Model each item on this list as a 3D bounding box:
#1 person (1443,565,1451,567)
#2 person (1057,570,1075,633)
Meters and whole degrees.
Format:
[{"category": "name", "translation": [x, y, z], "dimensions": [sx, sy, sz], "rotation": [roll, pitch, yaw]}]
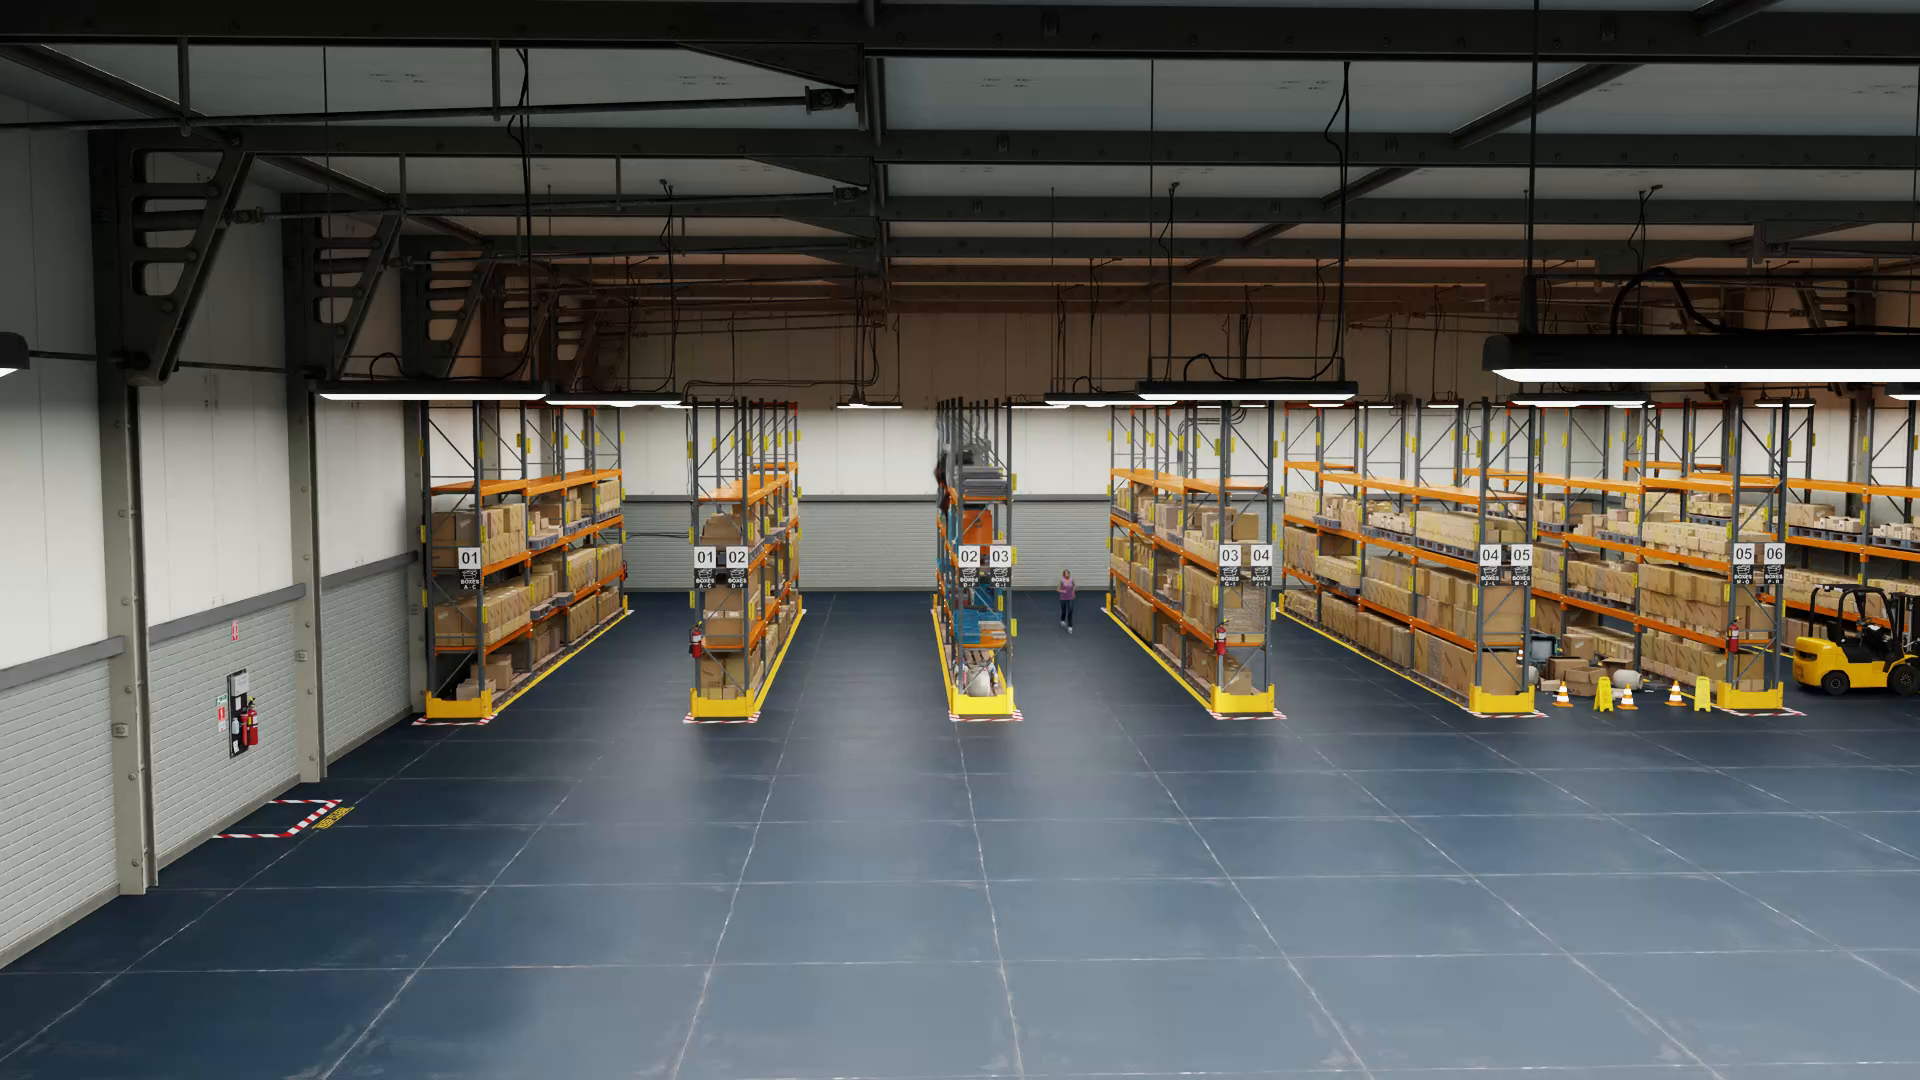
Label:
[{"category": "person", "translation": [14.678, 1.084, 49.708], "dimensions": [0.662, 1.592, 0.506], "rotation": [-1, 5, -13]}, {"category": "person", "translation": [2.772, 1.577, 43.314], "dimensions": [0.537, 1.595, 0.852], "rotation": [-1, 4, -7]}]
